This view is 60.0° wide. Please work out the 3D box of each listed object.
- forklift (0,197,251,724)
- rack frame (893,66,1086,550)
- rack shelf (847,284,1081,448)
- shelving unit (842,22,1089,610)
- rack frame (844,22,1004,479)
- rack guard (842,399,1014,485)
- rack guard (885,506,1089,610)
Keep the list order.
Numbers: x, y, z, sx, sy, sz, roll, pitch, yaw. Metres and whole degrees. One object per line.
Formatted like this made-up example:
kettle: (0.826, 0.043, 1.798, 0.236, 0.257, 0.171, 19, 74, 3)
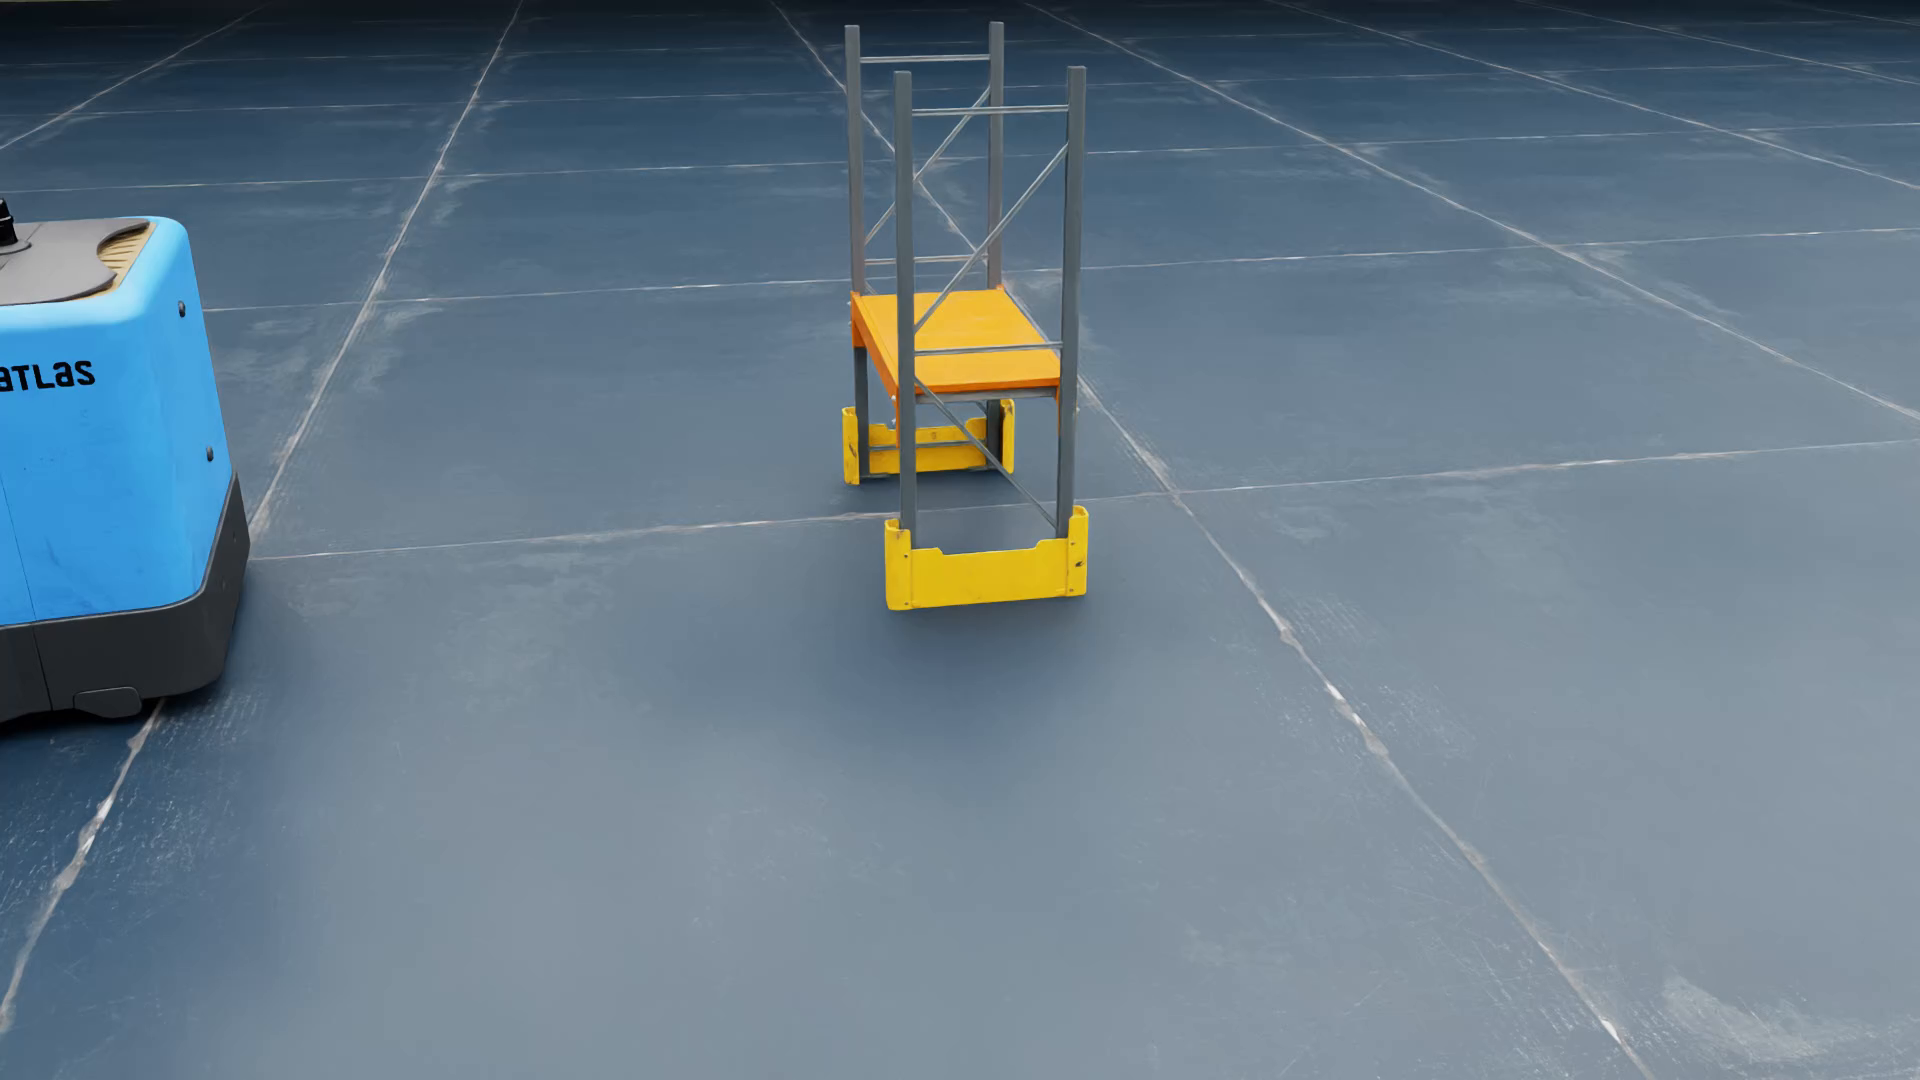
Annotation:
forklift: (-3.477, -0.925, 3.707, 3.031, 2.935, 1.130, -7, 25, -15)
rack frame: (0.078, -0.521, 4.569, 0.500, 1.500, 0.032, -4, 24, -10)
rack shelf: (-0.016, -0.556, 5.099, 0.538, 0.185, 1.000, -4, 24, -10)
shelving unit: (-0.014, -0.717, 5.018, 0.587, 1.500, 1.083, -4, 24, -10)
rack frame: (-0.110, -0.921, 5.484, 0.500, 1.500, 0.032, -4, 24, -10)
rack guard: (-0.106, -0.340, 5.717, 0.587, 0.250, 0.087, -4, 24, -10)
rack guard: (0.078, 0.051, 4.820, 0.587, 0.250, 0.087, -4, 24, -10)
